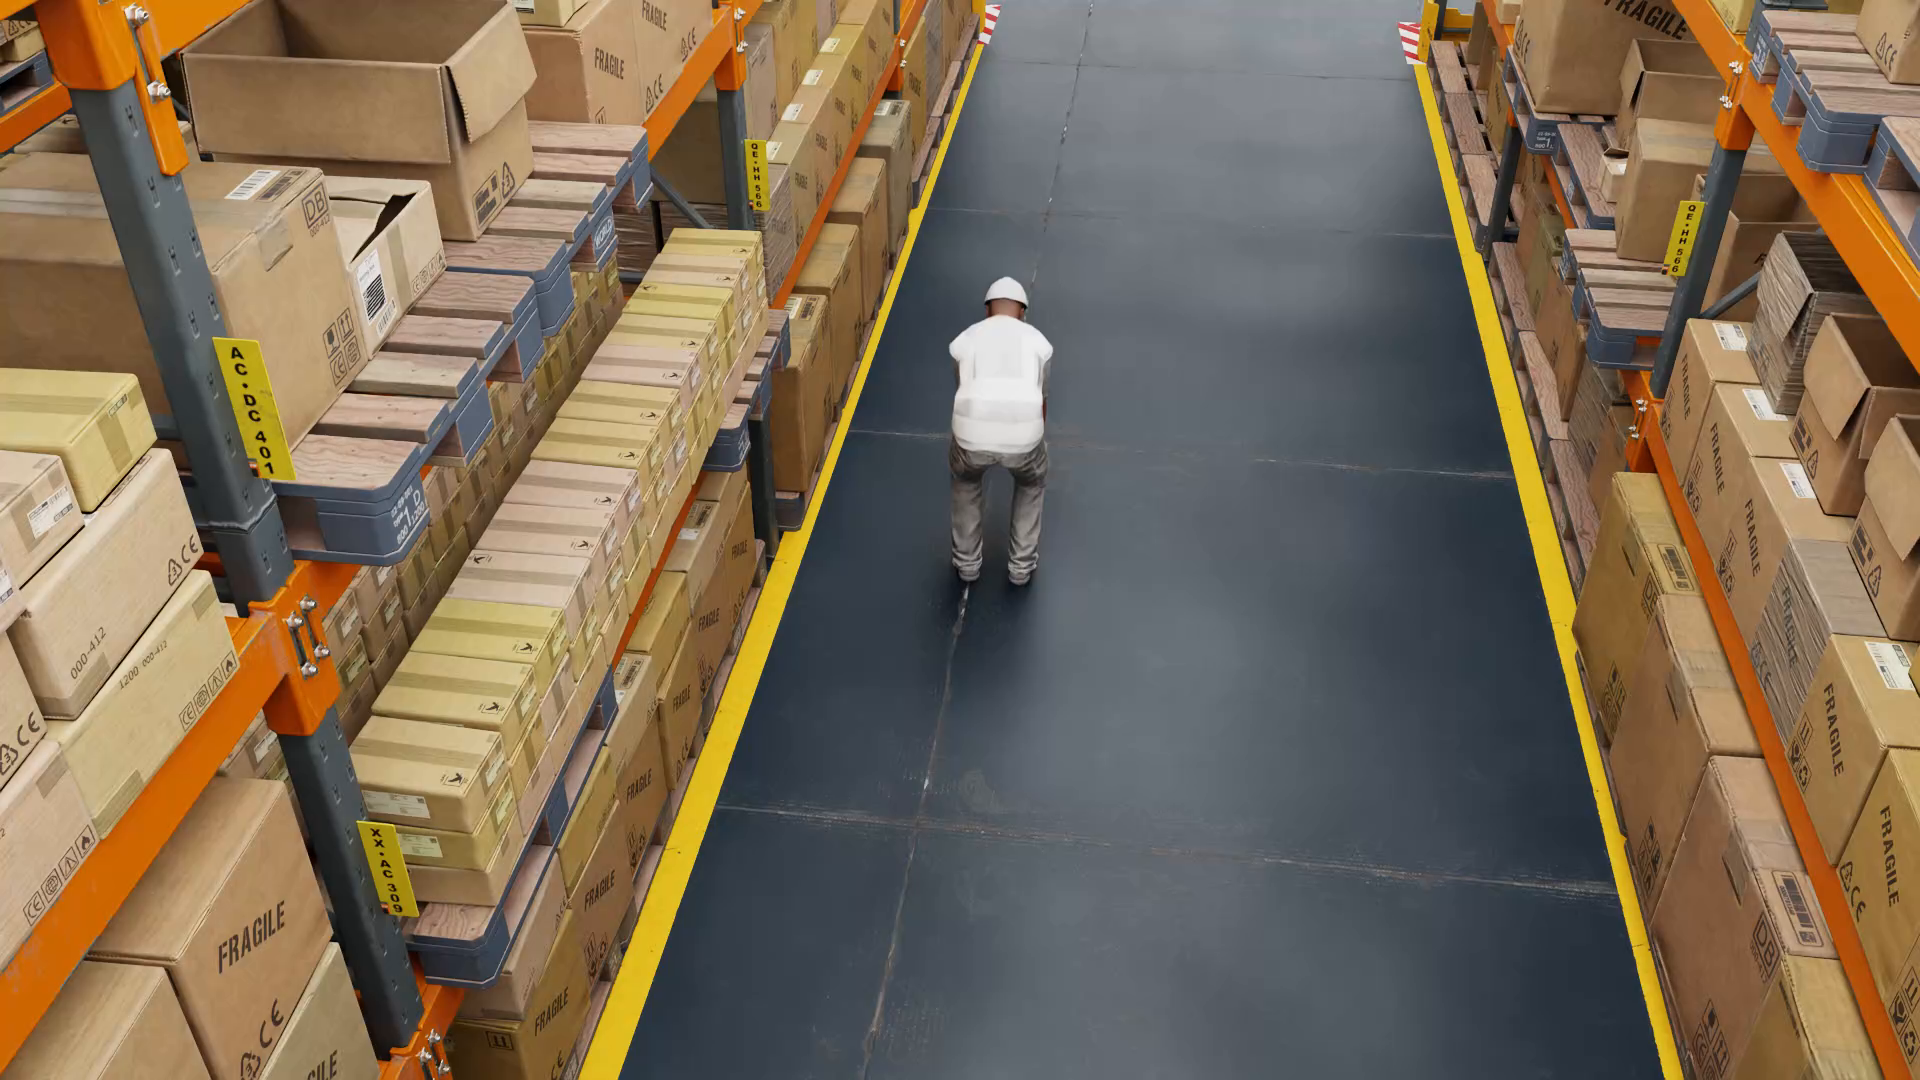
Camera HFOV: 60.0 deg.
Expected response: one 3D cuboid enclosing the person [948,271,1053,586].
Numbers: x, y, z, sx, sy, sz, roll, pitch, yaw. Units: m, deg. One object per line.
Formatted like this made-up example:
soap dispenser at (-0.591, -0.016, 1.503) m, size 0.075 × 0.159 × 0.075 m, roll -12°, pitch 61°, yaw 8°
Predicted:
person at (0.194, -0.525, 8.111) m, size 0.500 × 1.359 × 0.914 m, roll 3°, pitch 36°, yaw 4°
